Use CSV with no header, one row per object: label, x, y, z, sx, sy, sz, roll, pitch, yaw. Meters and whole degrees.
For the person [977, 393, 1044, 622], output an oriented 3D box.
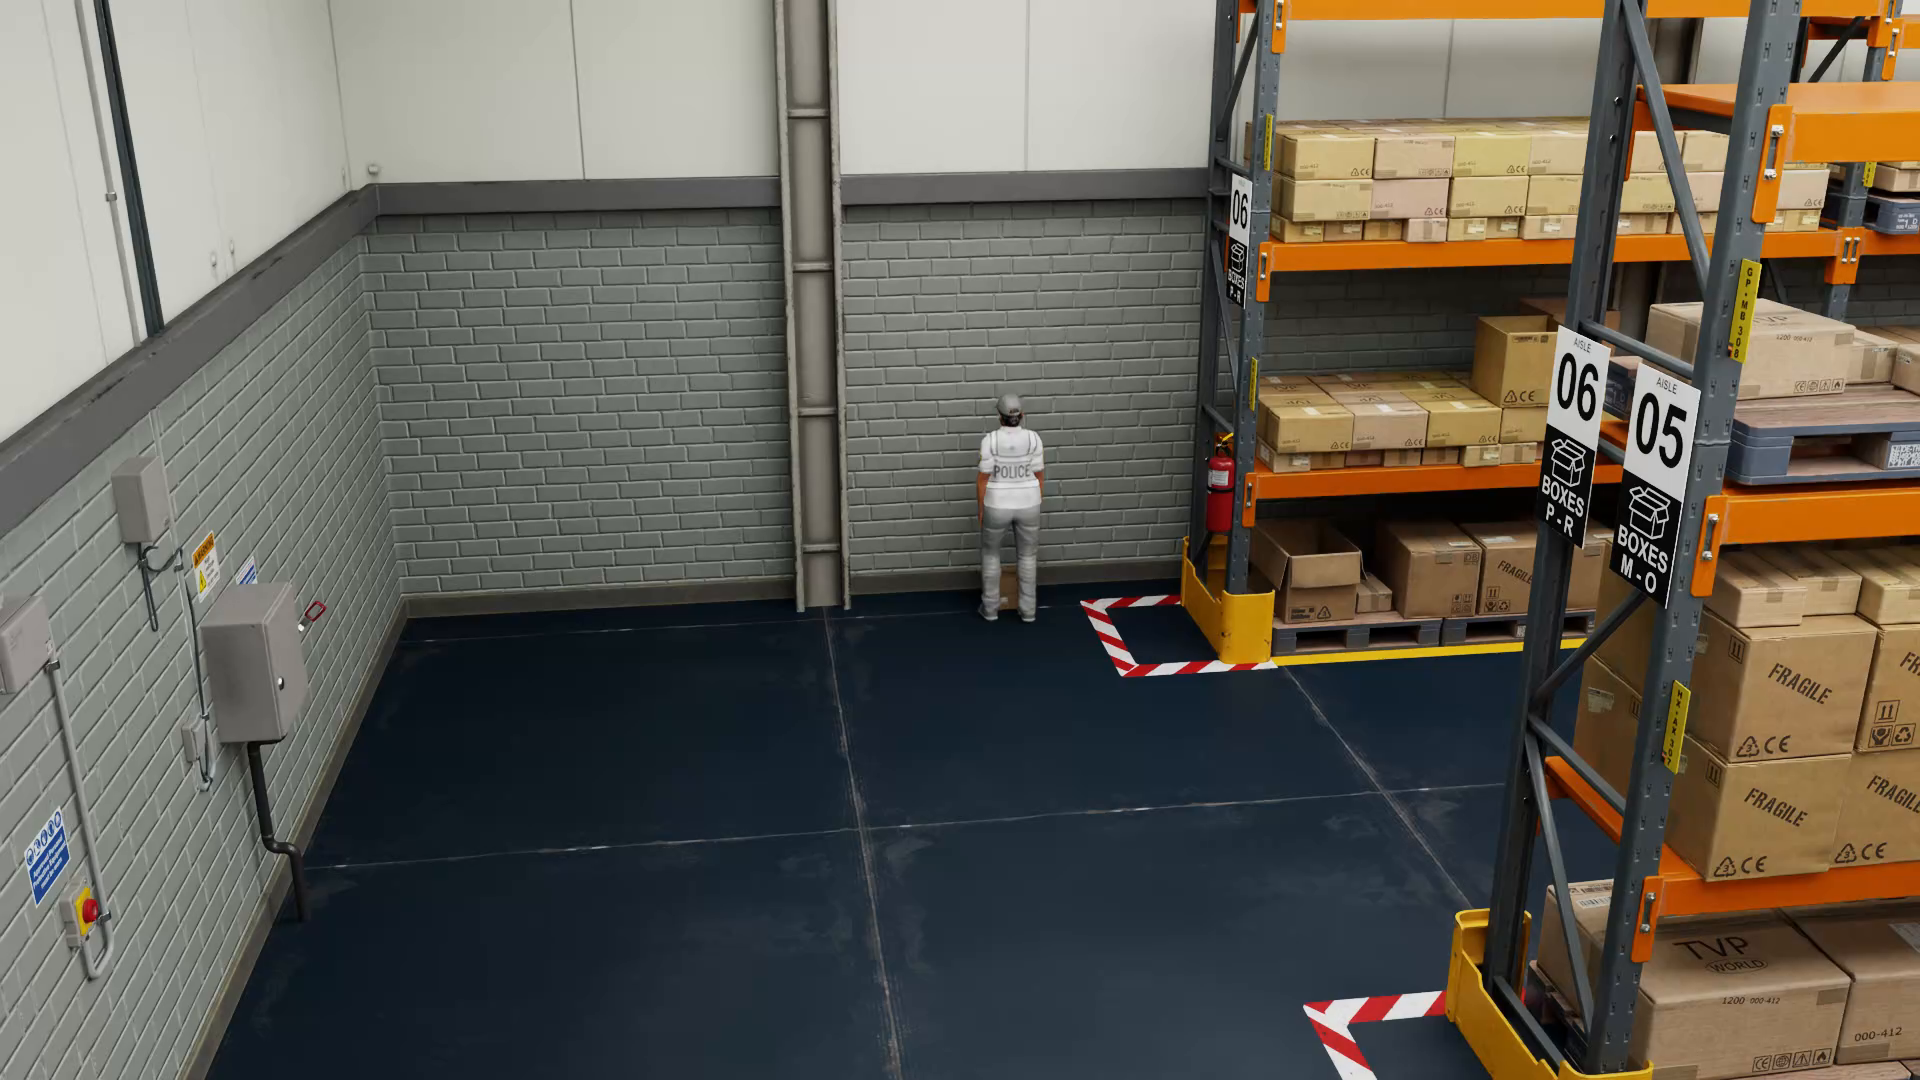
person,0.345,-0.227,11.698,0.471,1.662,0.397,-3,20,-7
